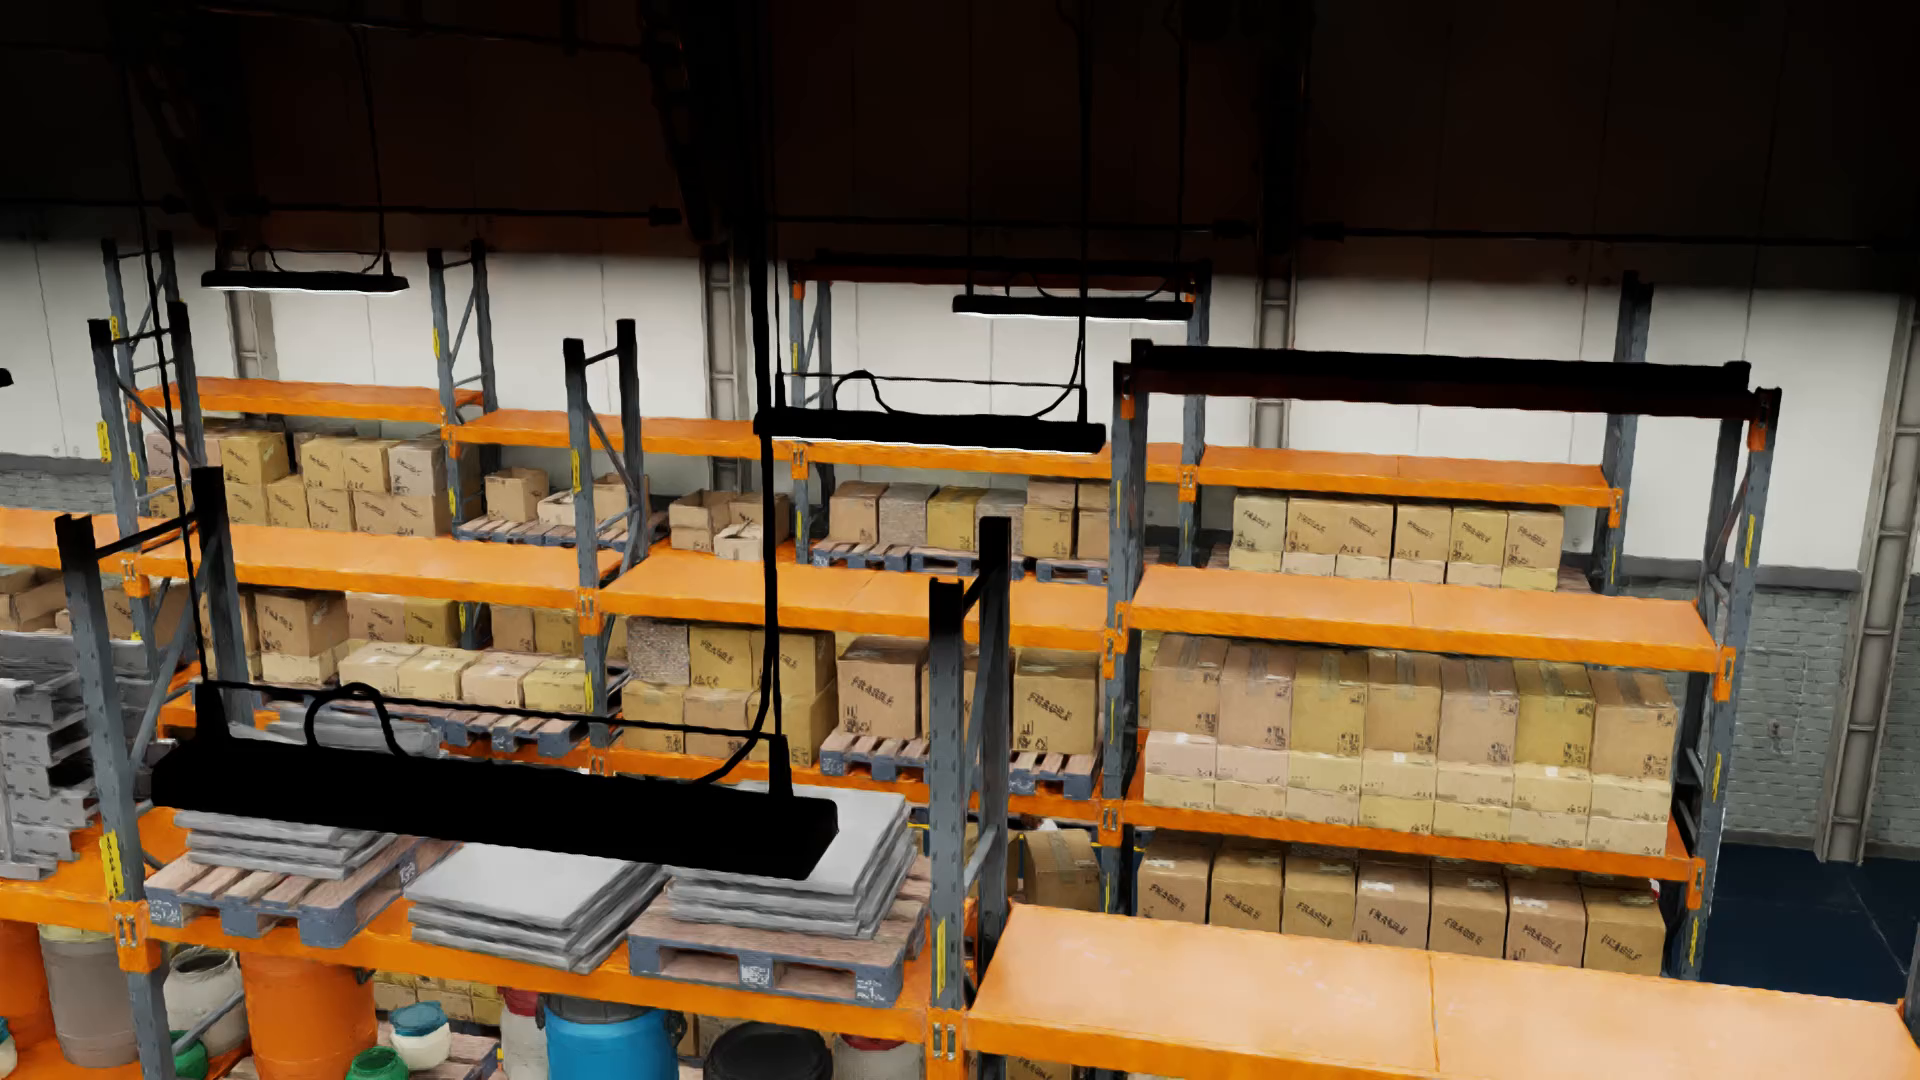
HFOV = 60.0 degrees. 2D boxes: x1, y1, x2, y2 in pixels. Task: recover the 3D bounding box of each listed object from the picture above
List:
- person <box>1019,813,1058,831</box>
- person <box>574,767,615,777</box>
[{"bbox_3d":[0.751,3.083,14.762,0.547,1.742,0.677,3,17,11],"label":"person"},{"bbox_3d":[-3.563,2.659,16.405,0.512,1.632,0.639,3,17,10],"label":"person"}]
